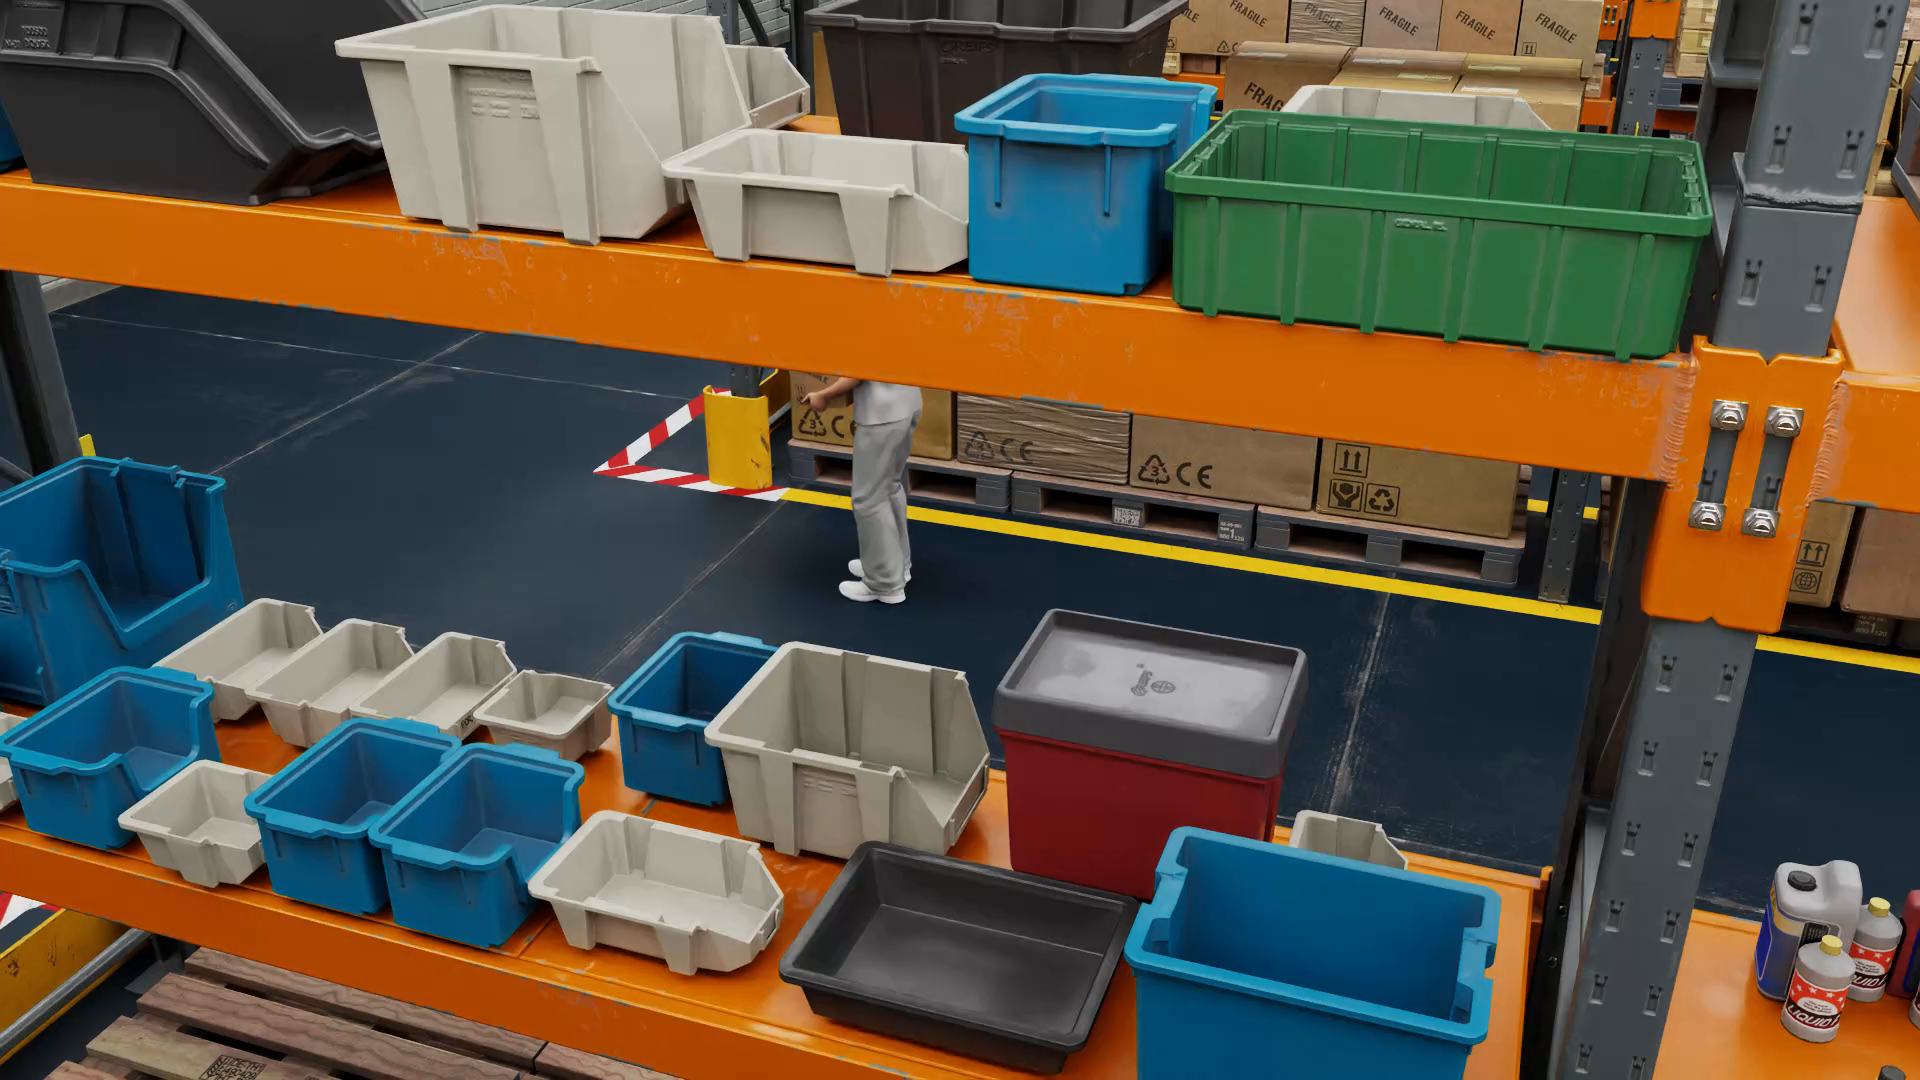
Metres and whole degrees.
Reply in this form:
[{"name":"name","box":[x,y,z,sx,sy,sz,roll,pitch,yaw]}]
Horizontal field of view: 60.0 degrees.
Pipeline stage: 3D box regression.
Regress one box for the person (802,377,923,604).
[{"name":"person","box":[-0.379,-0.532,7.226,0.554,1.662,0.437,9,27,18]}]
